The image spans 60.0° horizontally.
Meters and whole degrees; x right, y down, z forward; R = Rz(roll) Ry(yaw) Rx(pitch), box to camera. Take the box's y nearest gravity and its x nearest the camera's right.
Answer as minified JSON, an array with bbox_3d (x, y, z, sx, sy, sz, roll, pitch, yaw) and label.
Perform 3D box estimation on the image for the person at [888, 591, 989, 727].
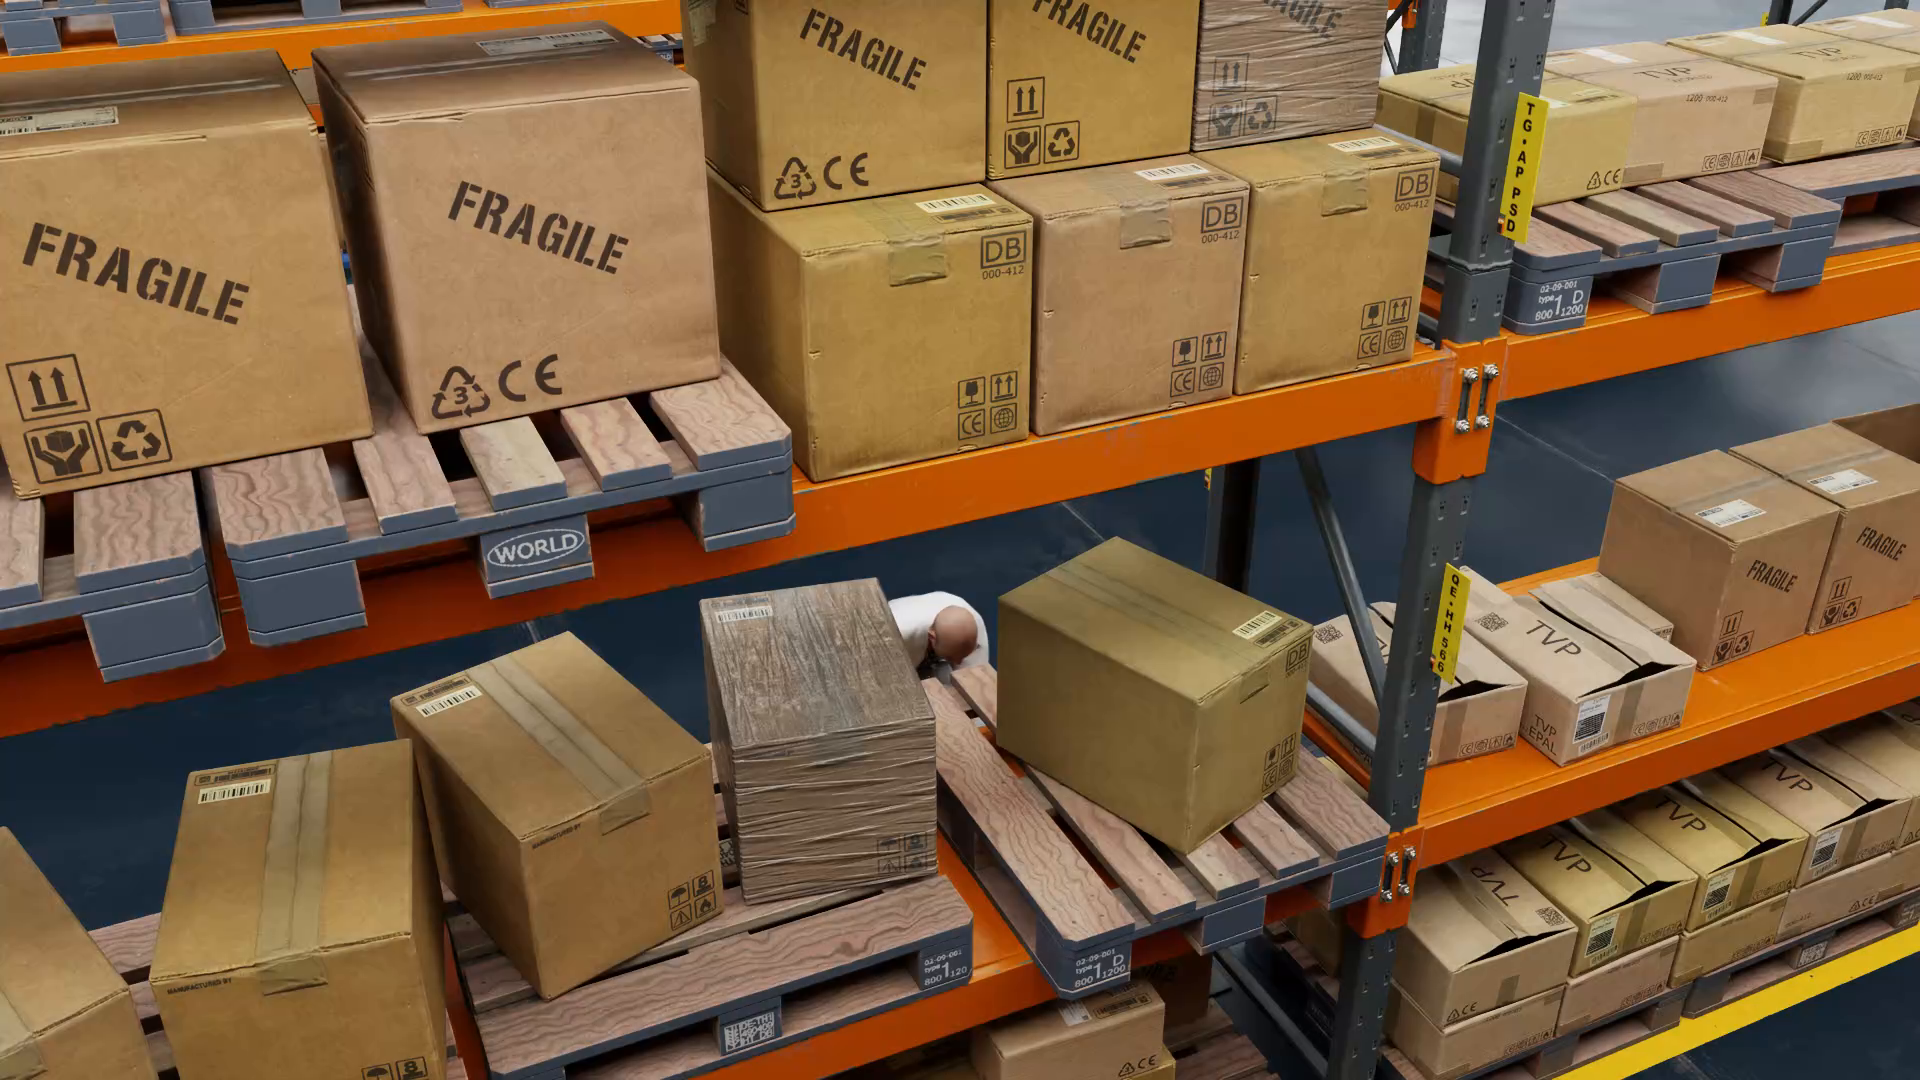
[{"bbox_3d":[-0.187,0.600,6.861,0.579,1.008,0.919,-14,32,-23],"label":"person"}]
